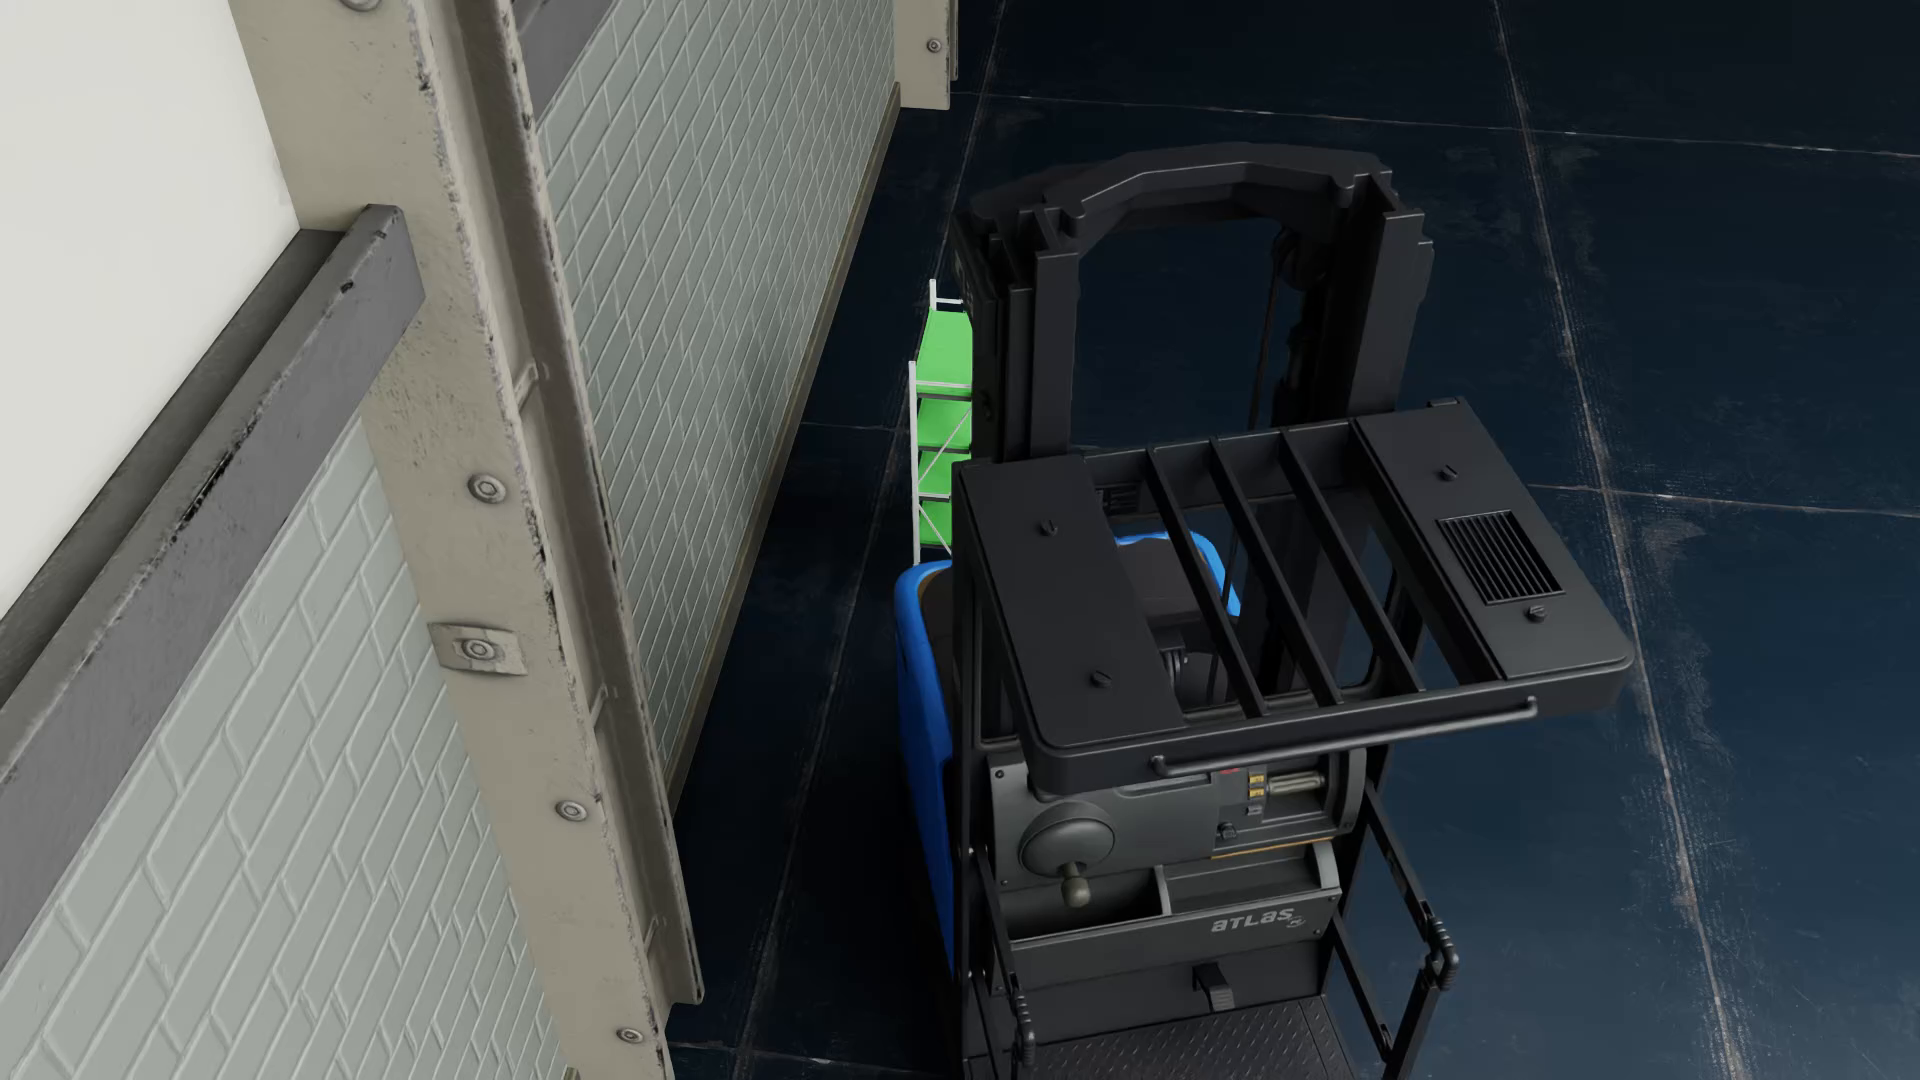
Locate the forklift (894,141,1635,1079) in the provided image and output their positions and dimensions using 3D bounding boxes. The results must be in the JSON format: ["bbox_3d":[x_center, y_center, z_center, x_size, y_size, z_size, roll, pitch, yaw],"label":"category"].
[{"bbox_3d":[0.574,0.724,3.853,1.130,2.935,3.031,-8,44,-8],"label":"forklift"}]

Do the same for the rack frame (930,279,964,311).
[{"bbox_3d":[0.010,-0.489,6.394,0.240,1.200,0.015,5,44,6],"label":"rack frame"}]

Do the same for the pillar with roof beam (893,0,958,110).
[{"bbox_3d":[4.077,-5.427,5.937,9.100,9.000,0.400,5,44,6],"label":"pillar with roof beam"}]

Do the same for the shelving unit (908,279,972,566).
[{"bbox_3d":[-0.022,-0.323,6.218,0.258,1.200,0.503,5,44,6],"label":"shelving unit"}]

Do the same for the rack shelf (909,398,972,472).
[{"bbox_3d":[-0.022,-0.451,6.097,0.258,0.148,0.480,5,44,6],"label":"rack shelf"}]

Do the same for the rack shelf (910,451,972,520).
[{"bbox_3d":[-0.022,-0.276,6.262,0.258,0.148,0.480,5,44,6],"label":"rack shelf"}]

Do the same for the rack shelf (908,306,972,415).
[{"bbox_3d":[-0.022,-0.625,5.932,0.258,0.148,0.480,5,44,6],"label":"rack shelf"}]

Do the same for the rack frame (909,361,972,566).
[{"bbox_3d":[-0.054,-0.157,6.043,0.240,1.200,0.015,5,44,6],"label":"rack frame"}]

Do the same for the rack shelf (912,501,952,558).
[{"bbox_3d":[-0.022,-0.102,6.427,0.258,0.148,0.480,5,44,6],"label":"rack shelf"}]

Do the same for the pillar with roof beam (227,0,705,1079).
[{"bbox_3d":[3.284,-1.338,1.618,9.100,9.000,0.400,5,44,6],"label":"pillar with roof beam"}]
